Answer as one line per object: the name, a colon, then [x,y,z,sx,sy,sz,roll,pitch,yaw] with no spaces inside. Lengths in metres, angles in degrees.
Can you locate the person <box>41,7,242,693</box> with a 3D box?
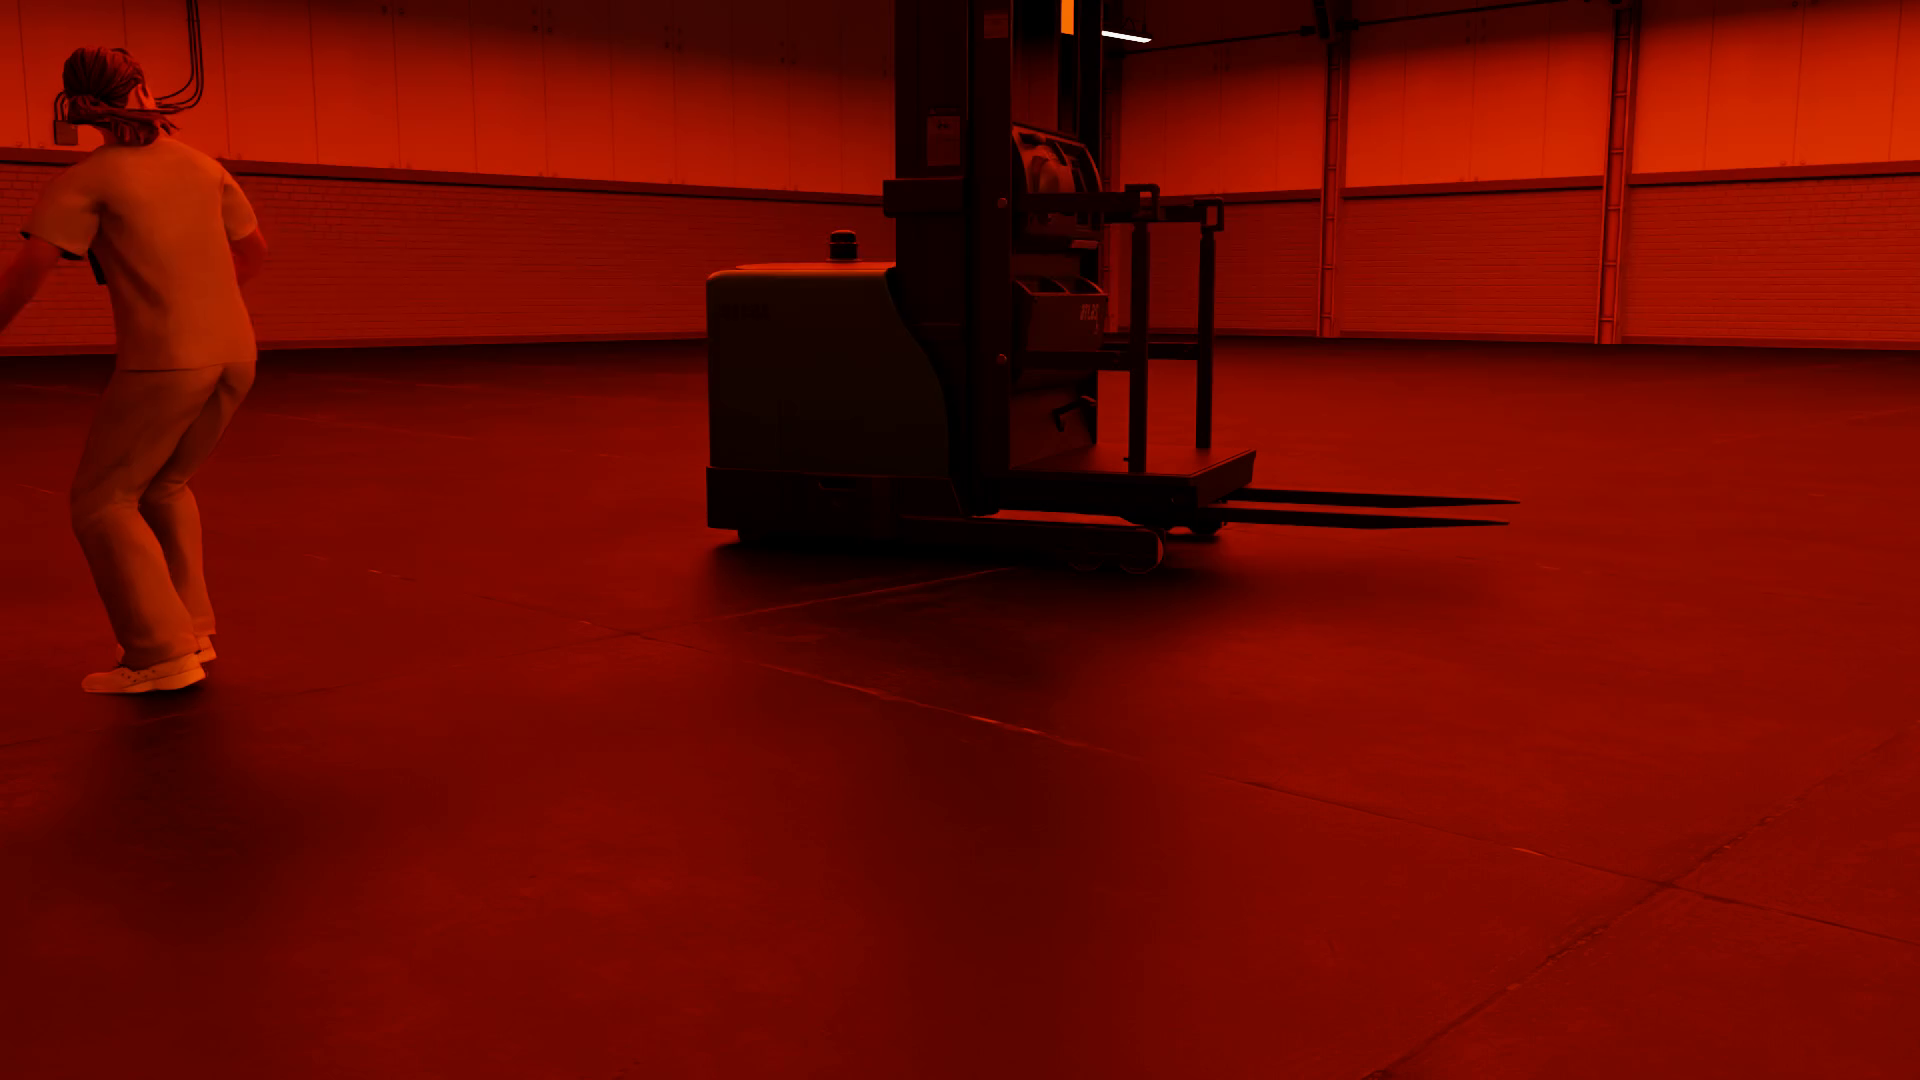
person: [-2.070,-0.442,4.194,0.392,1.627,0.502,5,10,30]

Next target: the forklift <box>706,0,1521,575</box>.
forklift: [0.565,-1.416,6.275,3.031,2.935,1.130,3,9,22]
